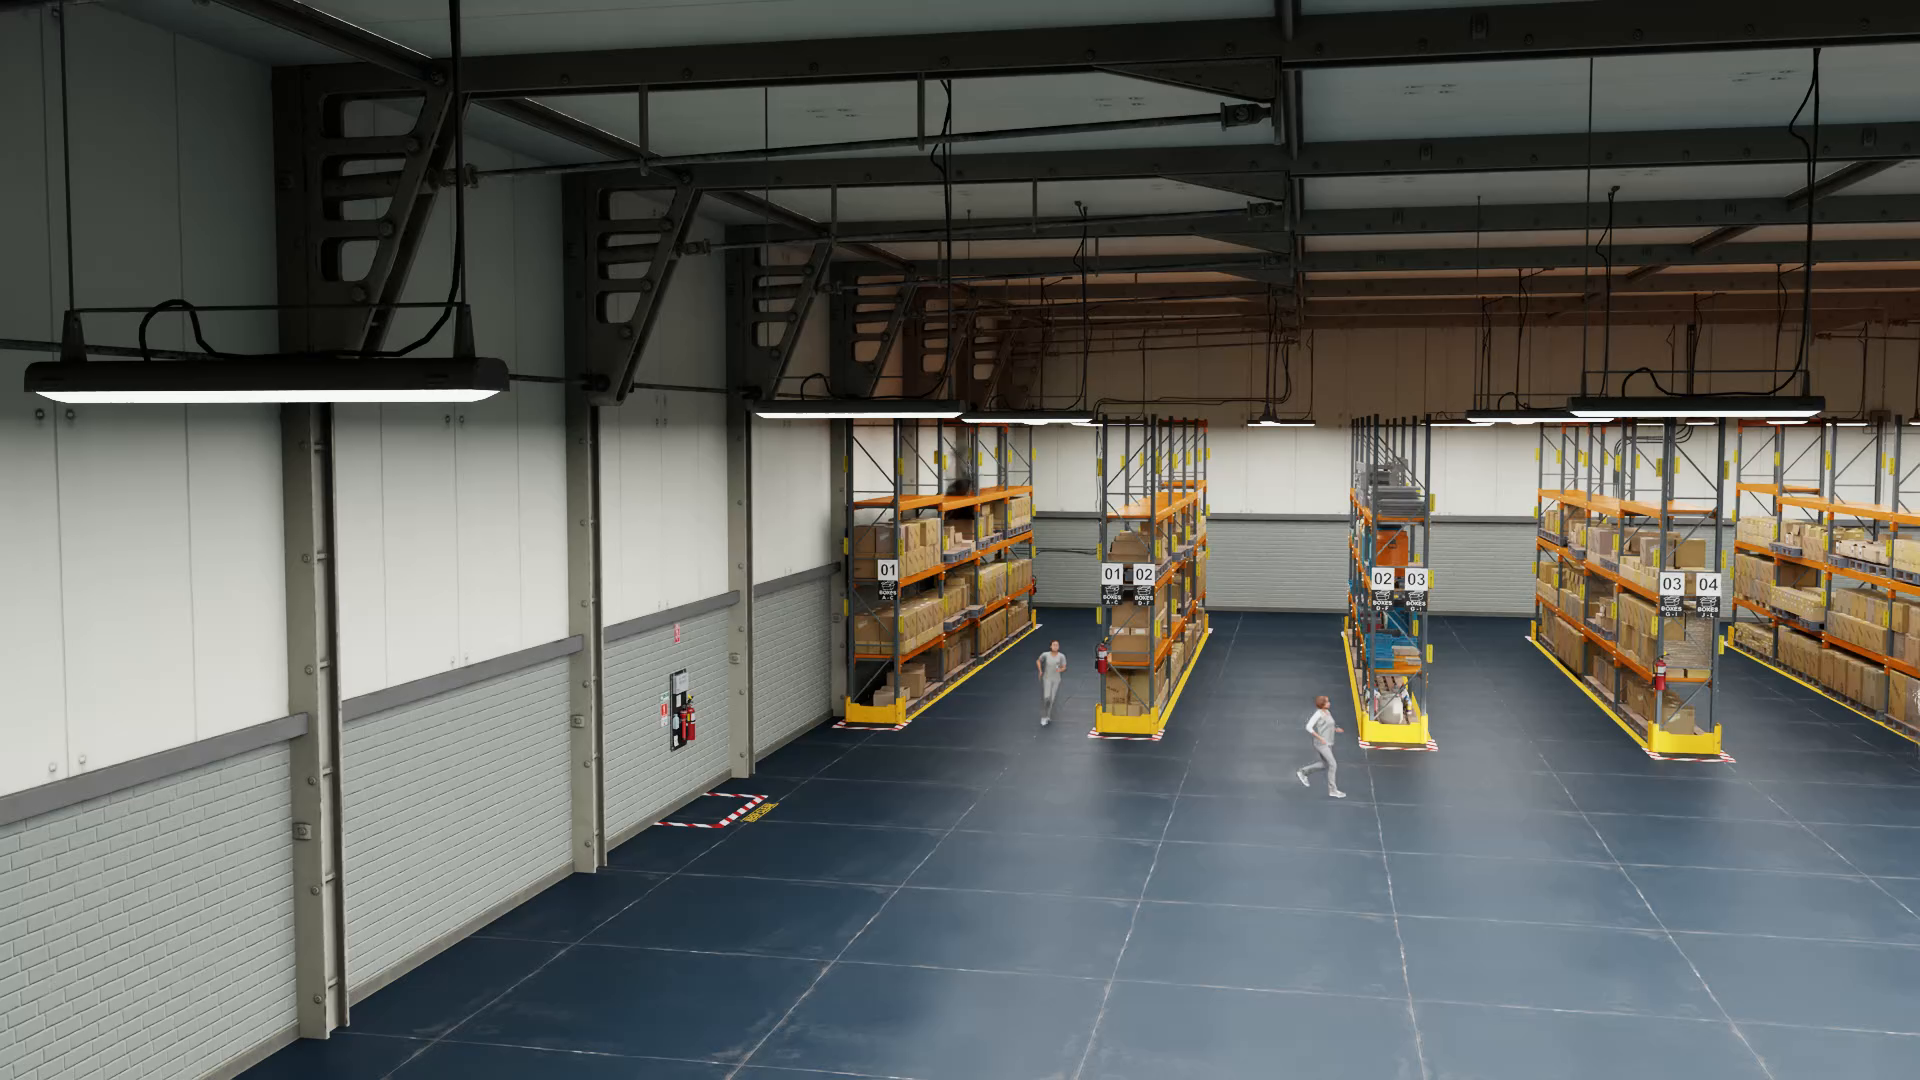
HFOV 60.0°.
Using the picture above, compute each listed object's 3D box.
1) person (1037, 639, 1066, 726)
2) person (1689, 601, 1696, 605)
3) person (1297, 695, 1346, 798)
[{"bbox_3d":[1.785,2.762,32.332,0.550,1.692,0.712,0,4,-6],"label":"person"},{"bbox_3d":[18.841,1.998,42.716,0.721,1.814,0.832,1,4,15],"label":"person"},{"bbox_3d":[5.643,3.200,25.962,0.822,1.570,0.547,2,4,31],"label":"person"}]
